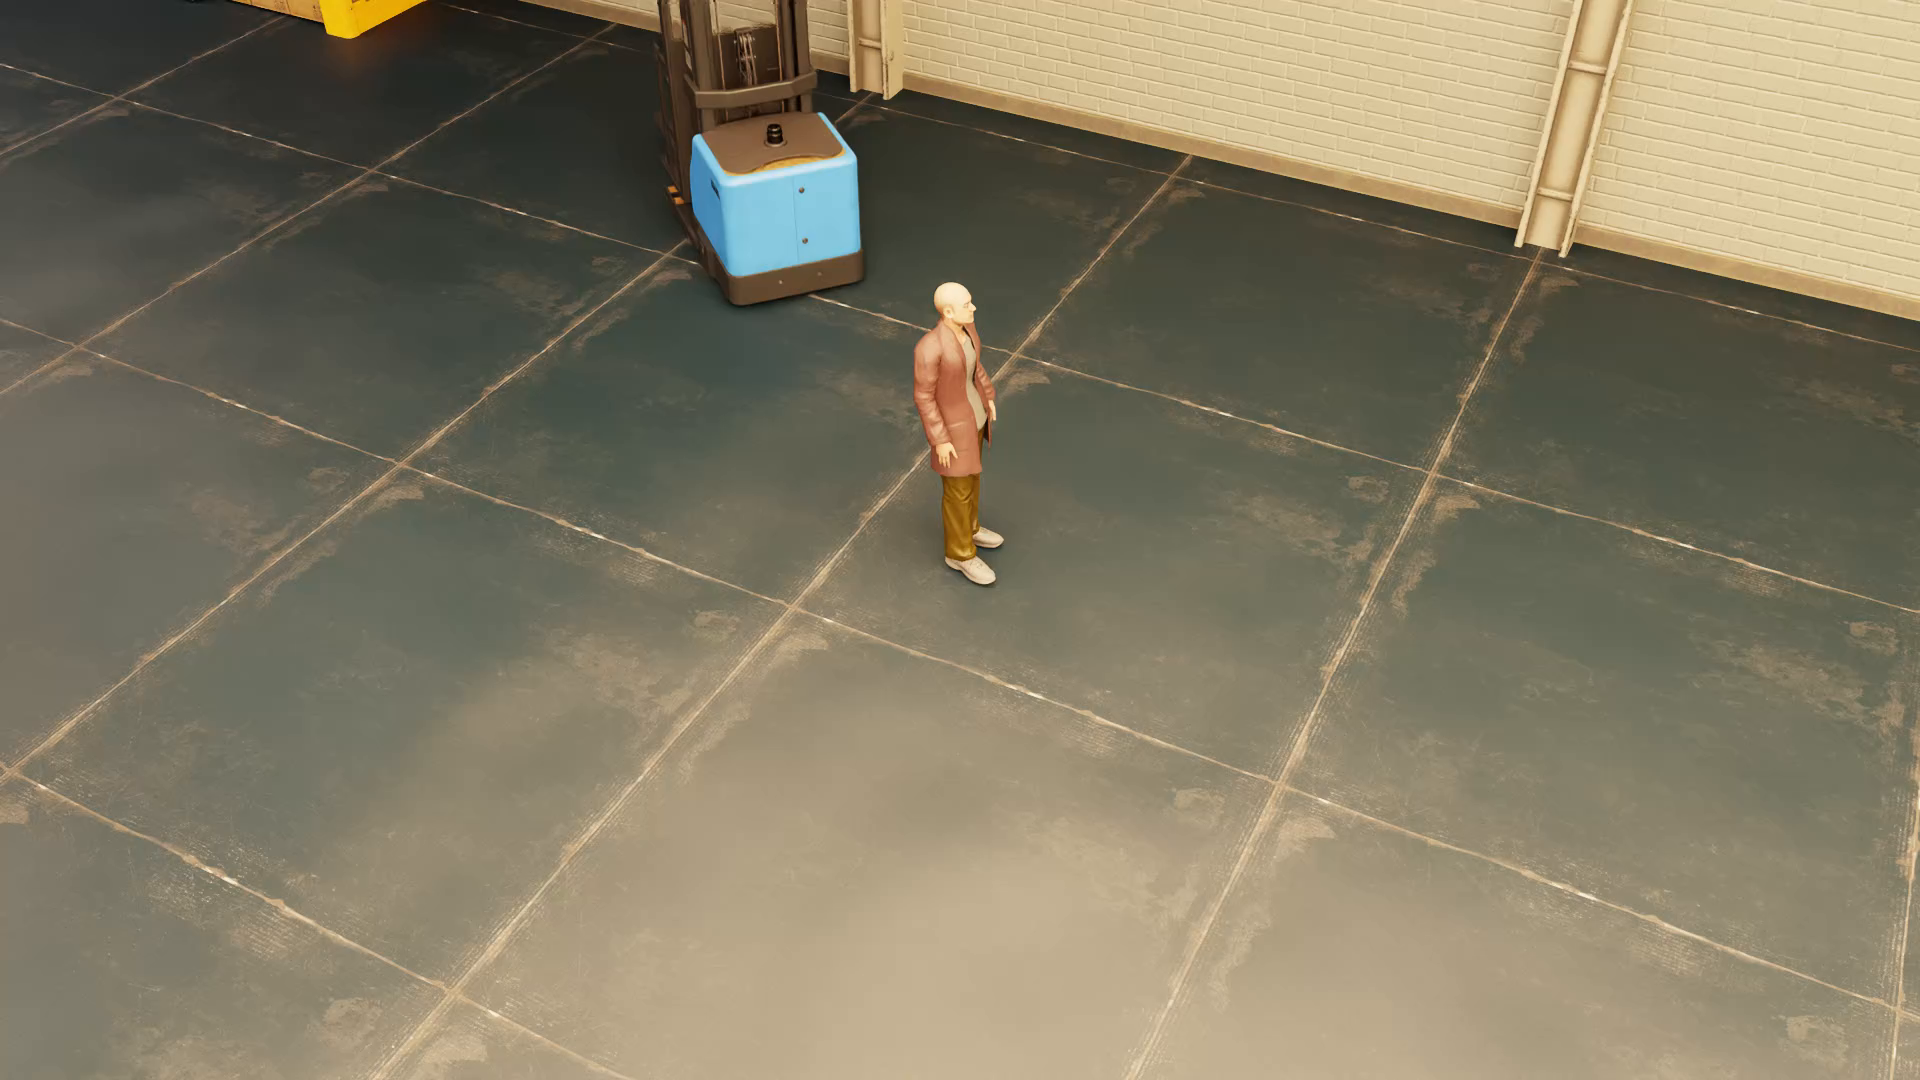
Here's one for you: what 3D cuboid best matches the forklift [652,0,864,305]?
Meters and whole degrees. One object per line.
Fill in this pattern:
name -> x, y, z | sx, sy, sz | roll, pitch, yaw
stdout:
forklift -> -1.747, -3.795, 12.493 | 1.130, 2.935, 3.031 | -15, 42, -17

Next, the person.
person -> 0.078, -0.656, 9.649 | 0.582, 1.776, 0.694 | 18, 43, 21
